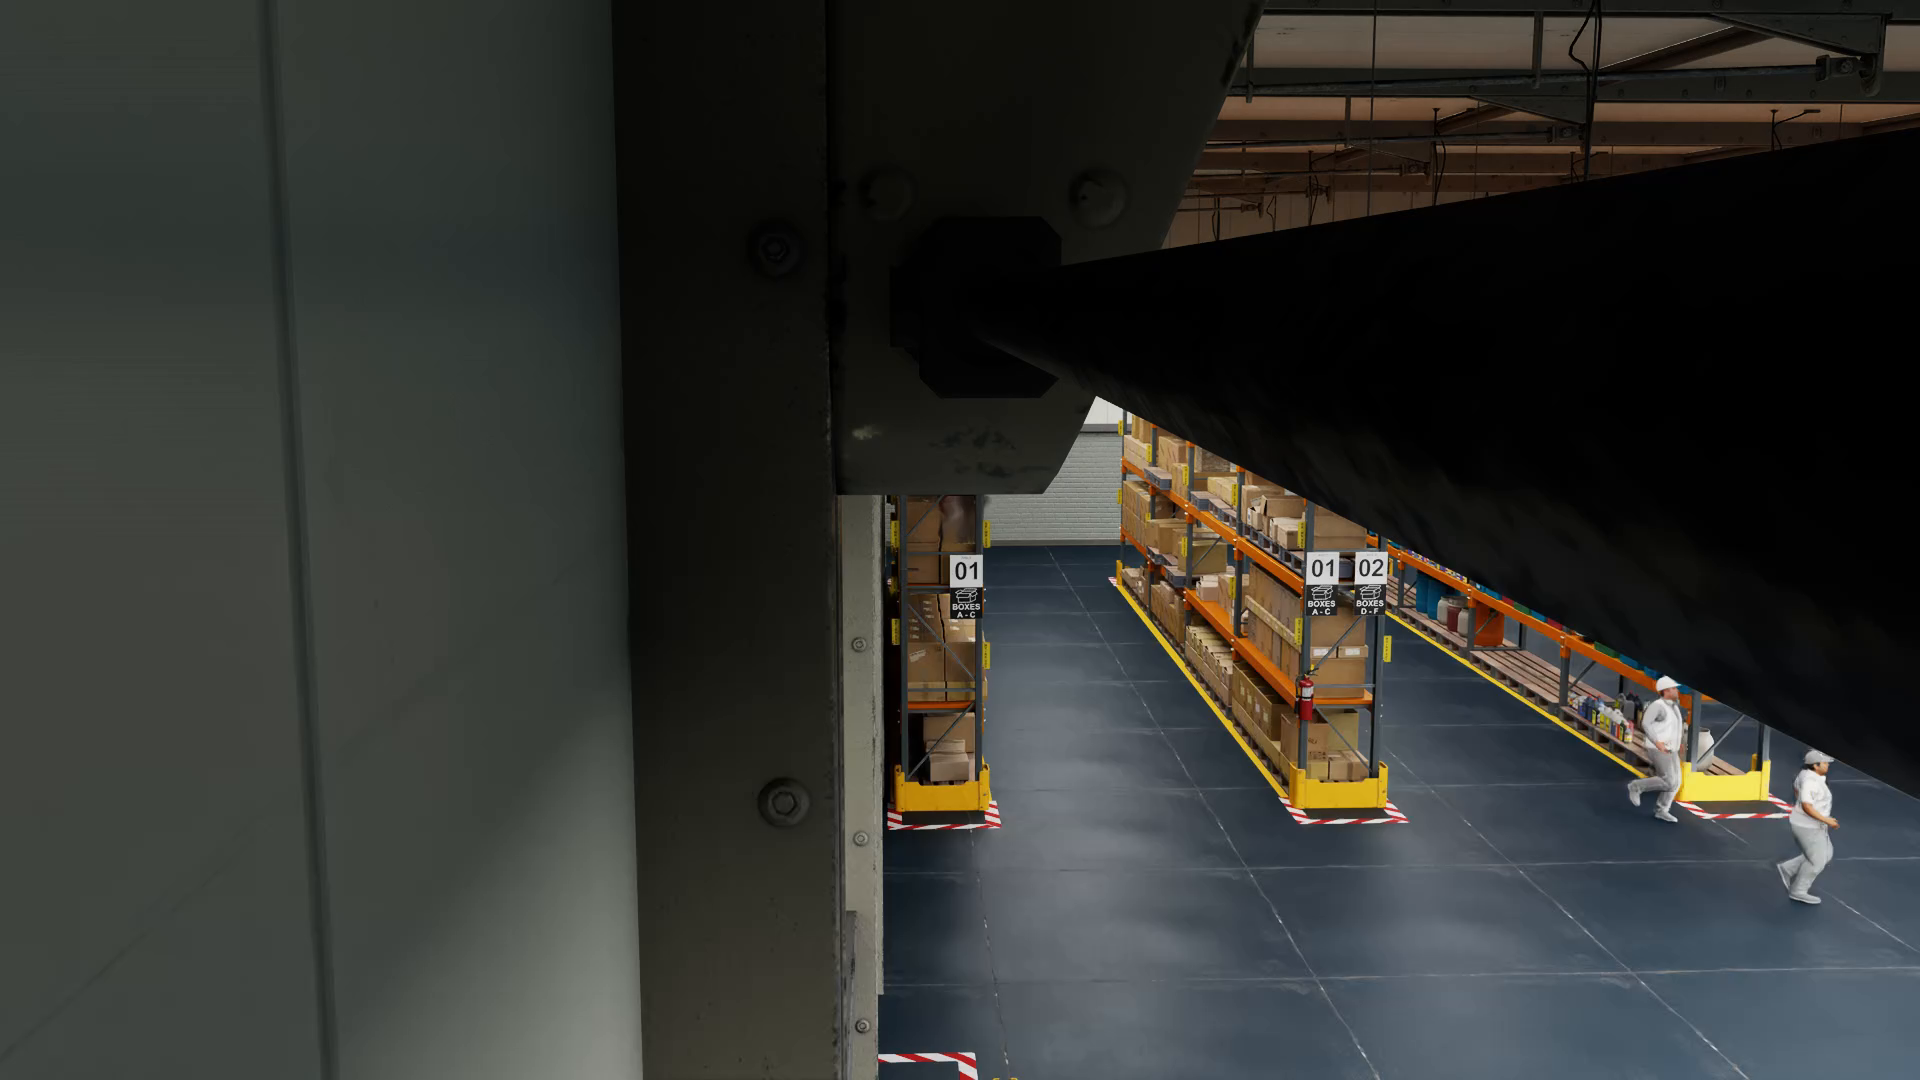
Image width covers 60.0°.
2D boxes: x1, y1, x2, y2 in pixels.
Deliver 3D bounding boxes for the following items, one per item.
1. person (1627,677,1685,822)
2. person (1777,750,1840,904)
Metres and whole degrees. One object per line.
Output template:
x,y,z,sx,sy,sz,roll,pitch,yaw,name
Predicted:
8.583,2.515,20.275,0.698,1.703,0.640,-8,11,-42,person
8.877,2.985,17.355,0.529,1.630,0.622,4,9,26,person
